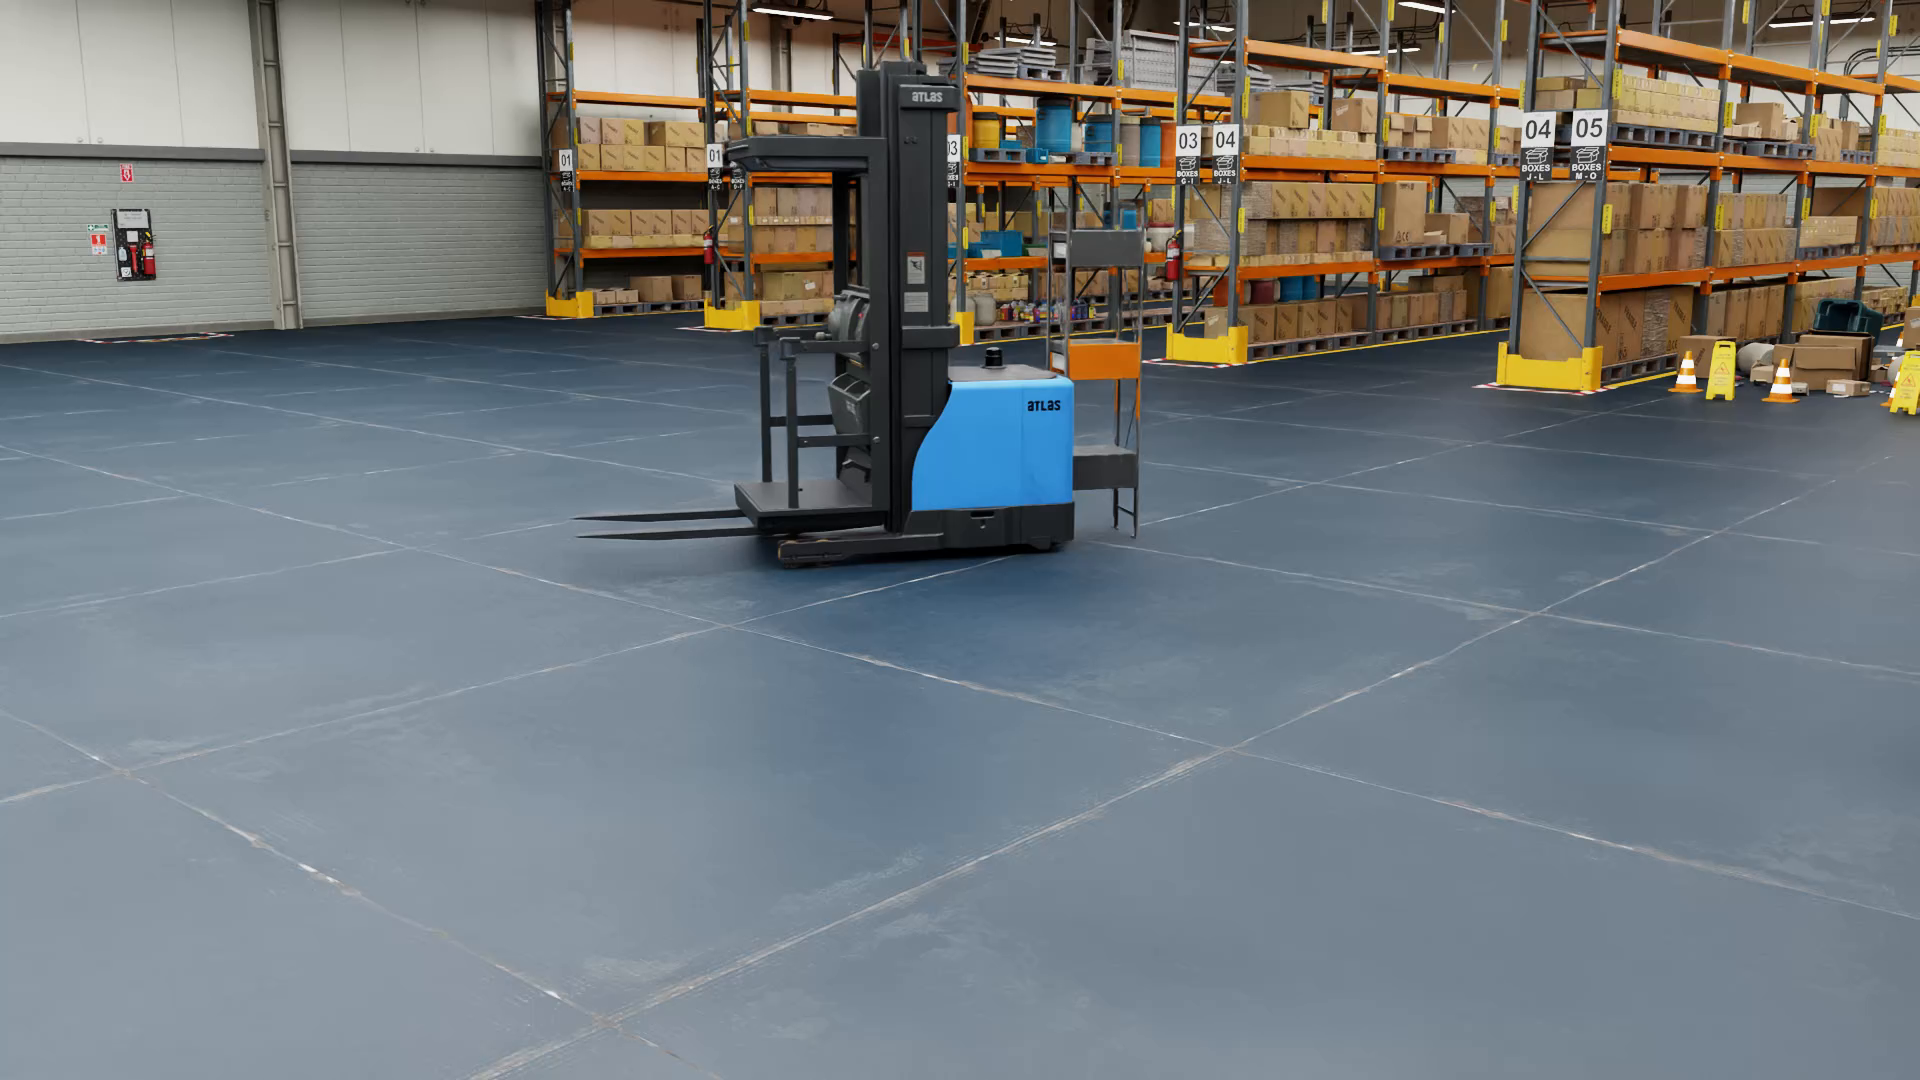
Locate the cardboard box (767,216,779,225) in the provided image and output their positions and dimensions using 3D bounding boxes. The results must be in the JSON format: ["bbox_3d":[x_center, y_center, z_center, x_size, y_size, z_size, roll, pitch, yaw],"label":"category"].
[{"bbox_3d":[-3.450,-5.689,29.623,0.380,0.149,0.250,9,15,39],"label":"cardboard box"}]

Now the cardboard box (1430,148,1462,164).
[{"bbox_3d":[7.896,-6.296,27.297,0.500,0.250,0.500,10,15,42],"label":"cardboard box"}]

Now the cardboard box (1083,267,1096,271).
[{"bbox_3d":[2.716,-6.189,37.383,0.500,0.250,0.500,10,15,40],"label":"cardboard box"}]

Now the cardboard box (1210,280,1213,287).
[{"bbox_3d":[6.010,-6.273,40.570,0.380,0.166,0.250,10,15,40],"label":"cardboard box"}]

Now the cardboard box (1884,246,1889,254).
[{"bbox_3d":[16.242,-5.157,29.512,0.380,0.149,0.250,11,15,43],"label":"cardboard box"}]

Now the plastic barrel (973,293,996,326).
[{"bbox_3d":[0.383,-3.778,27.247,0.421,0.512,0.421,0,11,0],"label":"plastic barrel"}]

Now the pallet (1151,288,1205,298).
[{"bbox_3d":[5.138,-5.932,39.871,1.003,0.211,1.213,10,15,40],"label":"pallet"}]

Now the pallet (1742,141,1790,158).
[{"bbox_3d":[11.215,-5.604,23.933,1.003,0.211,1.213,11,16,43],"label":"pallet"}]

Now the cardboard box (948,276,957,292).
[{"bbox_3d":[-0.267,-5.151,33.360,0.500,0.311,0.500,9,14,38],"label":"cardboard box"}]

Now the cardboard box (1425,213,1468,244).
[{"bbox_3d":[8.057,-5.223,27.877,0.500,0.500,0.700,-9,15,-39],"label":"cardboard box"}]

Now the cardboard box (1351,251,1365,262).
[{"bbox_3d":[5.943,-4.331,25.379,0.380,0.149,0.250,10,15,40],"label":"cardboard box"}]

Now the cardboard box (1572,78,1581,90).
[{"bbox_3d":[7.188,-5.439,19.902,0.380,0.149,0.250,10,15,41],"label":"cardboard box"}]

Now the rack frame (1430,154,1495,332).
[{"bbox_3d":[8.677,-5.148,28.828,1.000,3.000,0.127,10,15,40],"label":"rack frame"}]

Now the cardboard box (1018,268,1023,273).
[{"bbox_3d":[1.400,-6.883,42.826,0.700,0.500,0.500,10,15,42],"label":"cardboard box"}]

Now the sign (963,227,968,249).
[{"bbox_3d":[0.086,-4.675,25.755,0.100,0.325,0.005,10,15,40],"label":"sign"}]

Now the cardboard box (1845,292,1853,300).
[{"bbox_3d":[14.677,-3.919,27.985,0.500,0.500,0.500,9,15,39],"label":"cardboard box"}]

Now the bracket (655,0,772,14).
[{"bbox_3d":[-5.713,-11.208,34.663,0.076,0.066,4.783,10,15,40],"label":"bracket"}]

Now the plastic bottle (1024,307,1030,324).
[{"bbox_3d":[1.106,-3.716,27.499,0.097,0.271,0.097,0,11,0],"label":"plastic bottle"}]

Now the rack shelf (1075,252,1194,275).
[{"bbox_3d":[3.636,-5.141,30.631,1.077,0.370,4.000,10,15,40],"label":"rack shelf"}]

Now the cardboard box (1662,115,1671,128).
[{"bbox_3d":[8.523,-5.150,20.492,0.380,0.149,0.250,10,15,41],"label":"cardboard box"}]

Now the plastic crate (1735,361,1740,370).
[{"bbox_3d":[10.565,-2.358,21.890,0.662,0.188,0.450,-4,2,-18],"label":"plastic crate"}]

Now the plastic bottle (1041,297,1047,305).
[{"bbox_3d":[1.471,-4.052,28.978,0.144,0.351,0.185,10,15,42],"label":"plastic bottle"}]

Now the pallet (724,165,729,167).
[{"bbox_3d":[-4.638,-7.937,35.611,1.213,0.211,1.003,10,15,40],"label":"pallet"}]

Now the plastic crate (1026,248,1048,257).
[{"bbox_3d":[1.434,-4.799,27.753,0.530,0.136,0.437,10,15,40],"label":"plastic crate"}]

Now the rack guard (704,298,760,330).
[{"bbox_3d":[-4.059,-4.023,29.577,1.175,0.500,0.348,10,15,40],"label":"rack guard"}]

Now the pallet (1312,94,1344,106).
[{"bbox_3d":[7.074,-8.904,33.821,1.003,0.211,1.213,10,15,40],"label":"pallet"}]

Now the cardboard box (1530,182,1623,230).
[{"bbox_3d":[7.329,-3.968,19.777,0.875,0.550,0.550,10,15,40],"label":"cardboard box"}]

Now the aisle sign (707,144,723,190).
[{"bbox_3d":[-4.307,-6.556,29.237,0.394,0.787,0.004,10,15,40],"label":"aisle sign"}]

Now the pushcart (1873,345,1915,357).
[{"bbox_3d":[11.735,-2.280,21.162,1.648,0.377,0.936,4,12,21],"label":"pushcart"}]

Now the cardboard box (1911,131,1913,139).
[{"bbox_3d":[16.907,-7.276,29.913,0.380,0.149,0.250,9,15,39],"label":"cardboard box"}]

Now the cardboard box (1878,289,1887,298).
[{"bbox_3d":[16.562,-4.473,30.135,0.380,0.149,0.250,9,14,38],"label":"cardboard box"}]

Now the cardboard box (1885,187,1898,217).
[{"bbox_3d":[16.144,-5.949,29.270,0.500,0.500,0.500,10,15,41],"label":"cardboard box"}]

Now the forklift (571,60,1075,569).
[{"bbox_3d":[-0.861,-1.382,10.147,3.031,2.935,1.130,-3,12,-15],"label":"forklift"}]

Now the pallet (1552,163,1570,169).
[{"bbox_3d":[10.749,-6.972,30.792,0.805,0.209,1.217,9,14,38],"label":"pallet"}]

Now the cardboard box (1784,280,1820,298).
[{"bbox_3d":[13.308,-3.985,26.398,0.500,0.250,0.500,10,15,40],"label":"cardboard box"}]

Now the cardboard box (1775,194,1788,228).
[{"bbox_3d":[12.032,-4.967,25.111,0.700,0.500,0.500,10,15,40],"label":"cardboard box"}]

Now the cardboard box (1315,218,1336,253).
[{"bbox_3d":[5.082,-4.541,24.772,0.875,0.500,0.500,10,15,40],"label":"cardboard box"}]

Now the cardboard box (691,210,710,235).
[{"bbox_3d":[-5.531,-6.601,34.520,0.500,0.500,0.500,10,15,40],"label":"cardboard box"}]

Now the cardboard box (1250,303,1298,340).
[{"bbox_3d":[4.617,-3.223,24.499,0.500,0.500,0.500,-10,15,-42],"label":"cardboard box"}]

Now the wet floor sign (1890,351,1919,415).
[{"bbox_3d":[9.911,-1.646,17.303,0.232,0.644,0.267,-6,13,-28],"label":"wet floor sign"}]

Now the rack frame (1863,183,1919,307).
[{"bbox_3d":[17.617,-5.669,31.436,1.000,3.000,0.127,10,15,40],"label":"rack frame"}]

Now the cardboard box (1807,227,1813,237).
[{"bbox_3d":[13.157,-4.846,26.123,0.380,0.149,0.250,9,15,39],"label":"cardboard box"}]

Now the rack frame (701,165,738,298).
[{"bbox_3d":[-5.126,-6.481,35.501,1.000,3.000,0.127,10,15,40],"label":"rack frame"}]

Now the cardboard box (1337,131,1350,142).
[{"bbox_3d":[5.530,-5.948,24.538,0.380,0.149,0.250,9,15,39],"label":"cardboard box"}]

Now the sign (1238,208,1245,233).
[{"bbox_3d":[3.804,-4.325,22.499,0.100,0.325,0.005,10,15,40],"label":"sign"}]

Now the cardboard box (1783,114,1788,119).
[{"bbox_3d":[12.735,-6.558,26.018,0.396,0.266,0.258,10,15,40],"label":"cardboard box"}]

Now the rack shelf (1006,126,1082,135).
[{"bbox_3d":[1.475,-10.345,42.389,1.077,0.370,4.000,10,15,40],"label":"rack shelf"}]

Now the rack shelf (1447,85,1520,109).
[{"bbox_3d":[9.997,-7.835,29.823,1.077,0.370,4.000,10,15,40],"label":"rack shelf"}]

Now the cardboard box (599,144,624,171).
[{"bbox_3d":[-6.977,-7.513,32.706,0.500,0.500,0.500,-11,16,-44],"label":"cardboard box"}]

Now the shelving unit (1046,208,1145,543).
[{"bbox_3d":[0.855,-1.062,10.670,0.503,2.100,0.431,-3,12,-15],"label":"shelving unit"}]

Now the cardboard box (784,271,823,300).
[{"bbox_3d":[-2.873,-4.677,30.502,0.500,0.500,0.500,10,15,40],"label":"cardboard box"}]

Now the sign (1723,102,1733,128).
[{"bbox_3d":[10.113,-5.595,21.886,0.100,0.325,0.005,10,15,40],"label":"sign"}]

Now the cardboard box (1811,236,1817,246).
[{"bbox_3d":[13.315,-4.734,26.321,0.380,0.149,0.250,11,16,43],"label":"cardboard box"}]

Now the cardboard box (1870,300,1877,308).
[{"bbox_3d":[16.069,-4.212,29.590,0.380,0.149,0.250,11,16,43],"label":"cardboard box"}]

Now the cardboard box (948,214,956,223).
[{"bbox_3d":[-0.290,-7.686,40.467,0.500,0.500,0.500,10,15,41],"label":"cardboard box"}]
